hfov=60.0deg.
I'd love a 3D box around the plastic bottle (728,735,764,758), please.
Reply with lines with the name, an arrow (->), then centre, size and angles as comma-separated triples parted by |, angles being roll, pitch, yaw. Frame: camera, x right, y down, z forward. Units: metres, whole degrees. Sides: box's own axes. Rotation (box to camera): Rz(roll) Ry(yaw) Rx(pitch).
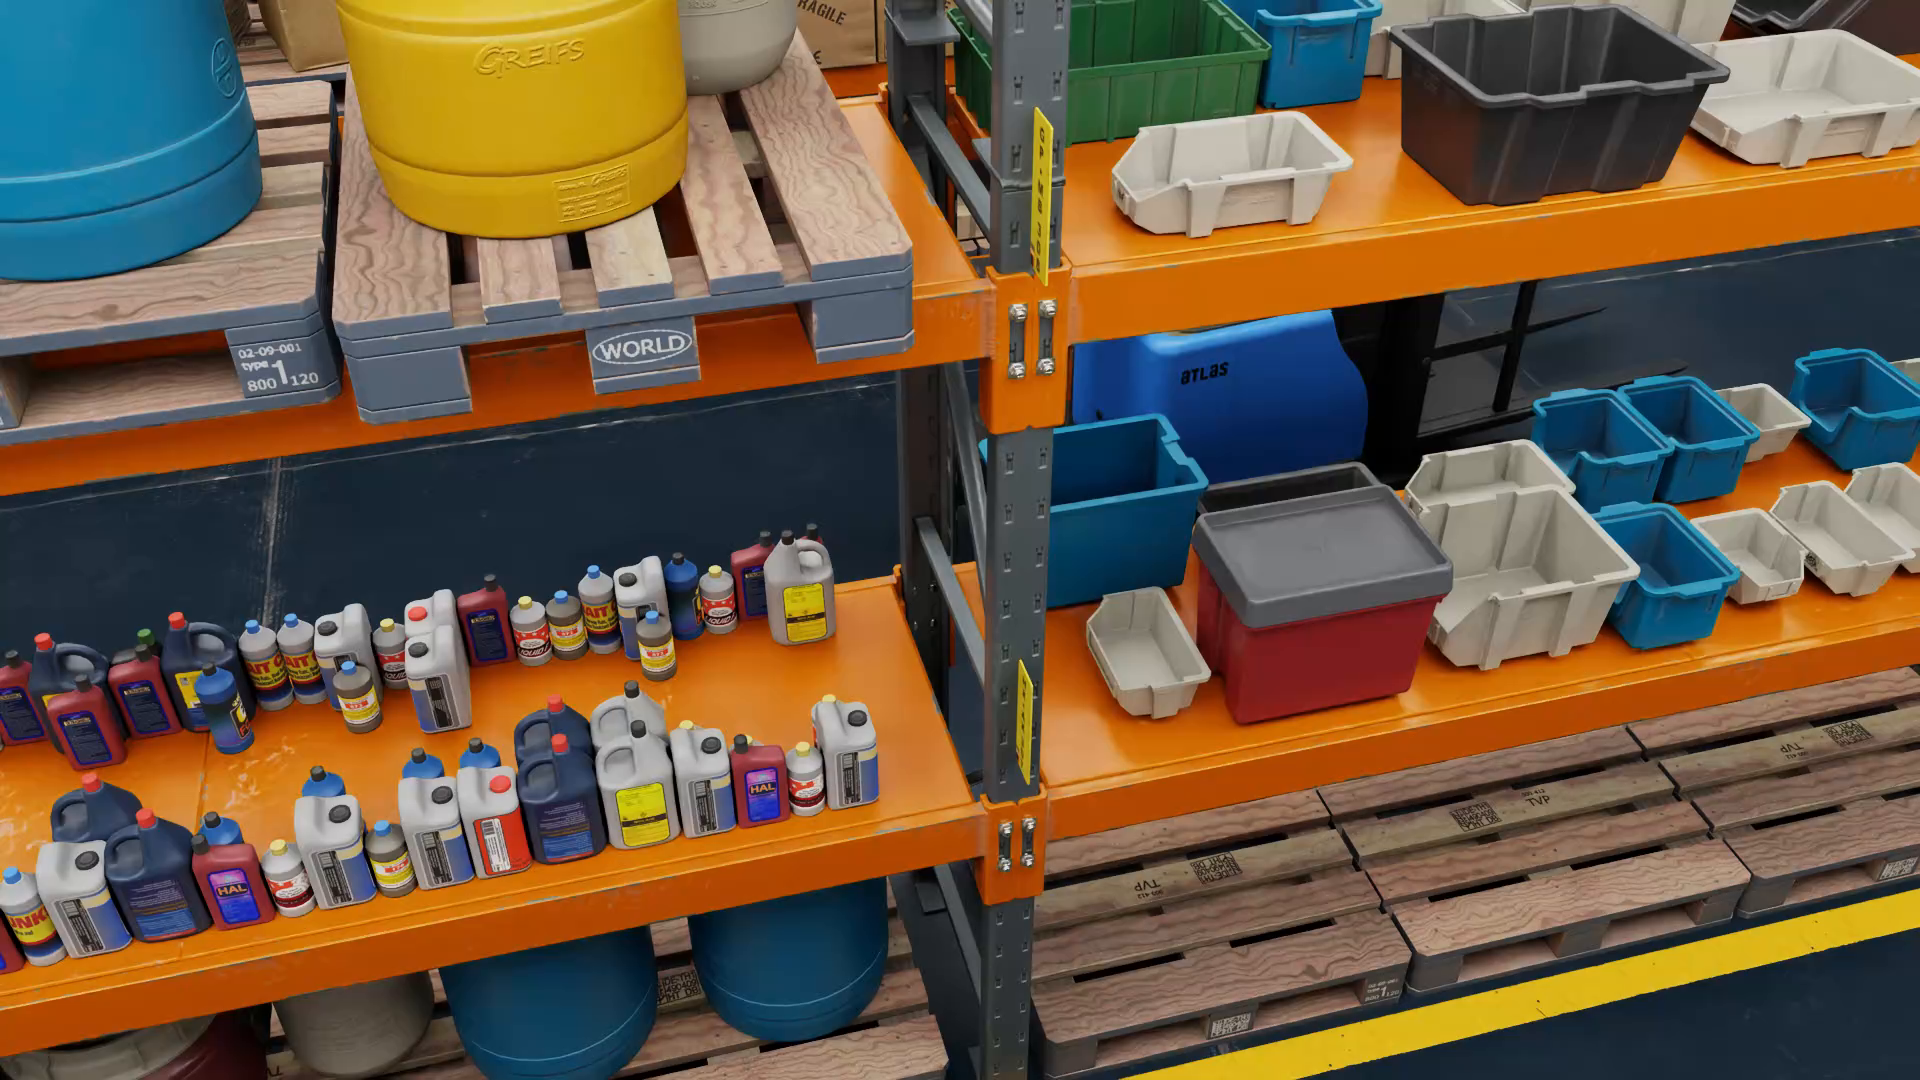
plastic bottle -> -0.533, 0.576, 4.192 | 0.097, 0.201, 0.097 | 0, 37, 0

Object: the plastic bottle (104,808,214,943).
plastic bottle -> -1.853, 0.757, 3.832 | 0.185, 0.351, 0.144 | -9, 38, -12

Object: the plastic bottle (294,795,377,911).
plastic bottle -> -1.477, 0.722, 3.939 | 0.135, 0.276, 0.152 | -9, 38, -12

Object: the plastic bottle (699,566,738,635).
plastic bottle -> -0.688, 0.162, 4.733 | 0.097, 0.201, 0.097 | 0, 37, 0

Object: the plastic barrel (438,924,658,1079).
plastic barrel -> -1.201, 1.080, 4.750 | 0.708, 0.901, 0.600 | -9, 38, -12

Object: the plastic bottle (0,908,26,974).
plastic bottle -> -2.220, 0.870, 3.740 | 0.133, 0.283, 0.061 | -9, 38, -12

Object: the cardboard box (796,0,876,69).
cardboard box -> -0.712, -2.641, 8.152 | 0.500, 0.500, 0.500 | -8, 38, -11

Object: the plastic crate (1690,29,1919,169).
plastic crate -> 1.944, -1.022, 3.866 | 0.530, 0.136, 0.437 | -9, 38, -12

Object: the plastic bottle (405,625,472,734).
plastic bottle -> -1.388, 0.360, 4.412 | 0.135, 0.276, 0.152 | -9, 38, -12

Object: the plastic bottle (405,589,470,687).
plastic bottle -> -1.428, 0.271, 4.529 | 0.135, 0.276, 0.152 | -9, 38, -12

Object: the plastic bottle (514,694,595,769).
plastic bottle -> -1.006, 0.527, 4.133 | 0.185, 0.351, 0.144 | -9, 38, -12

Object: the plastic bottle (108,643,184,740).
plastic bottle -> -2.144, 0.395, 4.361 | 0.133, 0.283, 0.061 | -9, 38, -12

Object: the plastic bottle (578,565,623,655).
plastic bottle -> -1.006, 0.187, 4.643 | 0.097, 0.271, 0.097 | 0, 37, 0

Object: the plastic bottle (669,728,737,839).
plastic bottle -> -0.637, 0.584, 4.119 | 0.135, 0.276, 0.152 | -9, 38, -12

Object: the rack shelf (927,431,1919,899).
rack shelf -> 1.943, 0.194, 5.119 | 4.000, 0.370, 1.077 | -9, 38, -12

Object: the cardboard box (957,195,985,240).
cardboard box -> 0.019, -1.813, 9.121 | 0.250, 0.166, 0.380 | -9, 38, -12

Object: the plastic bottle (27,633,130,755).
plastic bottle -> -2.302, 0.382, 4.322 | 0.185, 0.351, 0.144 | -9, 38, -12

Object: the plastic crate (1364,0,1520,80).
plastic crate -> 1.141, -1.286, 4.211 | 0.466, 0.136, 0.293 | -9, 38, -12

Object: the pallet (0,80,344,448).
pallet -> -1.813, -0.528, 3.158 | 1.213, 0.211, 1.003 | -9, 38, -12

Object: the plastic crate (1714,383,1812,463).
plastic crate -> 2.564, -0.372, 5.435 | 0.298, 0.136, 0.250 | -9, 38, -12

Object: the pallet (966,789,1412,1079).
pallet -> 0.712, 1.194, 5.516 | 1.213, 0.211, 1.003 | -9, 38, -12

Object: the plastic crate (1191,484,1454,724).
plastic crate -> 0.940, 0.182, 4.442 | 0.583, 0.464, 0.402 | -9, 38, -12

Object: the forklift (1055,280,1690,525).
forklift -> 1.976, -1.675, 7.027 | 3.031, 2.935, 1.130 | -14, 39, -17

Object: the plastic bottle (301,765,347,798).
plastic bottle -> -1.528, 0.654, 4.032 | 0.097, 0.271, 0.097 | 0, 37, 0

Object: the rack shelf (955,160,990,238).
rack shelf -> 0.160, -1.405, 6.229 | 0.480, 0.518, 0.431 | -9, 38, -12

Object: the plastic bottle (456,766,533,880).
plastic bottle -> -1.124, 0.664, 4.015 | 0.135, 0.276, 0.152 | -9, 38, -12

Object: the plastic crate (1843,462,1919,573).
plastic crate -> 2.850, -0.055, 5.020 | 0.243, 0.136, 0.396 | -9, 38, -12

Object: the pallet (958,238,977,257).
pallet -> -0.612, -1.681, 9.274 | 1.213, 0.211, 1.003 | -9, 38, -12

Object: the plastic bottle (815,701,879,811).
plastic bottle -> -0.284, 0.527, 4.195 | 0.135, 0.276, 0.152 | -9, 38, -12

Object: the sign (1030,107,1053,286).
sign -> 0.154, -0.647, 3.150 | 0.005, 0.325, 0.100 | -9, 38, -12

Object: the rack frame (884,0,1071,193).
rack frame -> 0.012, -2.157, 2.664 | 0.127, 3.000, 1.000 | -9, 38, -12

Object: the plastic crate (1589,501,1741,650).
plastic crate -> 1.958, 0.110, 4.726 | 0.300, 0.233, 0.416 | -9, 38, -12

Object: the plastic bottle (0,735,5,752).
plastic bottle -> -2.573, 0.471, 4.328 | 0.097, 0.201, 0.097 | 0, 37, 0

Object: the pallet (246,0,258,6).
pallet -> -5.652, -3.925, 12.208 | 1.213, 0.211, 1.003 | -9, 38, -12

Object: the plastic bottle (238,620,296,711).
plastic bottle -> -1.865, 0.327, 4.459 | 0.097, 0.271, 0.097 | 0, 37, 0

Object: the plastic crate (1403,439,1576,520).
plastic crate -> 1.615, -0.146, 5.140 | 0.466, 0.136, 0.293 | -9, 38, -12

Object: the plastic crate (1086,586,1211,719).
plastic crate -> 0.499, 0.316, 4.535 | 0.243, 0.136, 0.396 | -9, 38, -12

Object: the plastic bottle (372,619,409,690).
plastic bottle -> -1.547, 0.303, 4.549 | 0.097, 0.201, 0.097 | 0, 37, 0

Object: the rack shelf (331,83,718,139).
rack shelf -> -3.206, -2.078, 8.090 | 4.000, 0.370, 1.077 | -9, 38, -12

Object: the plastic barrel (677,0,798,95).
plastic barrel -> -0.561, -1.251, 3.490 | 0.433, 0.535, 0.433 | 0, 37, 0

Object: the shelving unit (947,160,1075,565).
shelving unit -> 0.160, -0.860, 6.646 | 0.503, 2.100, 0.431 | -9, 38, -12
